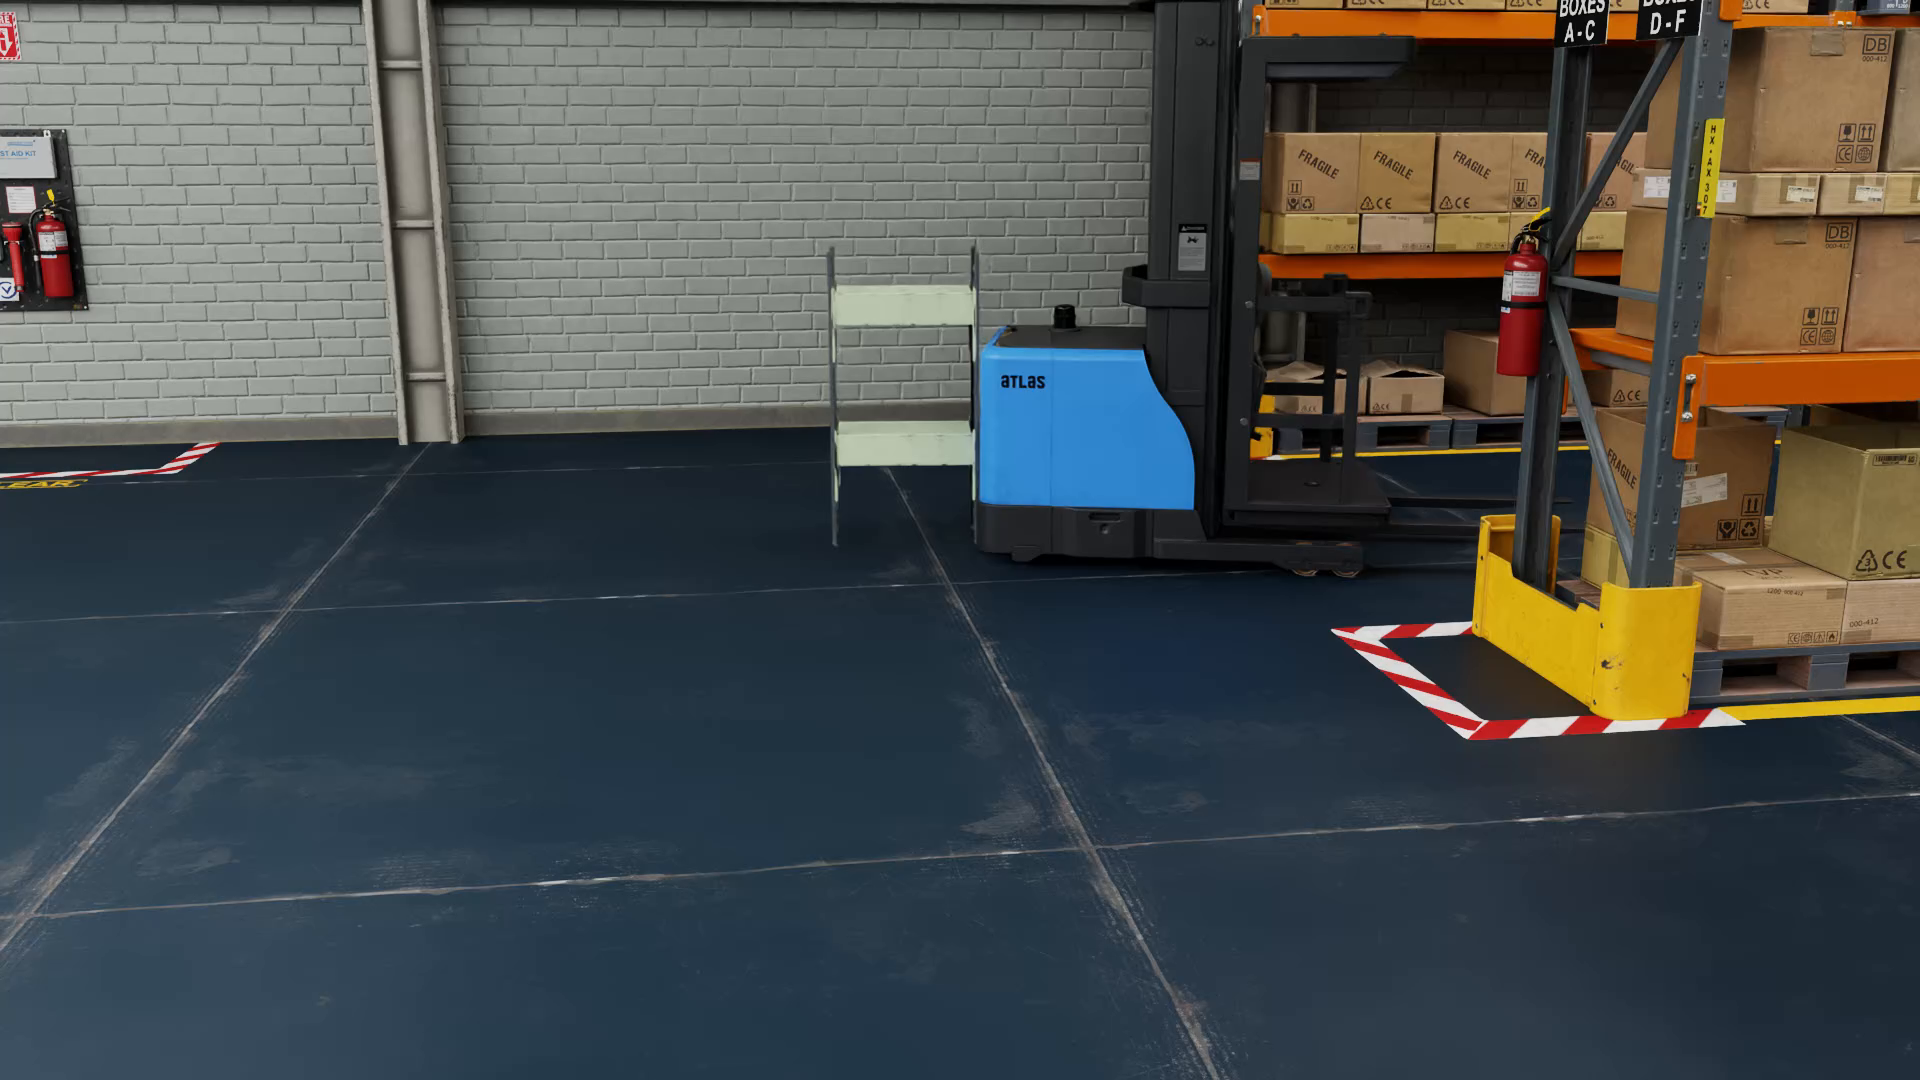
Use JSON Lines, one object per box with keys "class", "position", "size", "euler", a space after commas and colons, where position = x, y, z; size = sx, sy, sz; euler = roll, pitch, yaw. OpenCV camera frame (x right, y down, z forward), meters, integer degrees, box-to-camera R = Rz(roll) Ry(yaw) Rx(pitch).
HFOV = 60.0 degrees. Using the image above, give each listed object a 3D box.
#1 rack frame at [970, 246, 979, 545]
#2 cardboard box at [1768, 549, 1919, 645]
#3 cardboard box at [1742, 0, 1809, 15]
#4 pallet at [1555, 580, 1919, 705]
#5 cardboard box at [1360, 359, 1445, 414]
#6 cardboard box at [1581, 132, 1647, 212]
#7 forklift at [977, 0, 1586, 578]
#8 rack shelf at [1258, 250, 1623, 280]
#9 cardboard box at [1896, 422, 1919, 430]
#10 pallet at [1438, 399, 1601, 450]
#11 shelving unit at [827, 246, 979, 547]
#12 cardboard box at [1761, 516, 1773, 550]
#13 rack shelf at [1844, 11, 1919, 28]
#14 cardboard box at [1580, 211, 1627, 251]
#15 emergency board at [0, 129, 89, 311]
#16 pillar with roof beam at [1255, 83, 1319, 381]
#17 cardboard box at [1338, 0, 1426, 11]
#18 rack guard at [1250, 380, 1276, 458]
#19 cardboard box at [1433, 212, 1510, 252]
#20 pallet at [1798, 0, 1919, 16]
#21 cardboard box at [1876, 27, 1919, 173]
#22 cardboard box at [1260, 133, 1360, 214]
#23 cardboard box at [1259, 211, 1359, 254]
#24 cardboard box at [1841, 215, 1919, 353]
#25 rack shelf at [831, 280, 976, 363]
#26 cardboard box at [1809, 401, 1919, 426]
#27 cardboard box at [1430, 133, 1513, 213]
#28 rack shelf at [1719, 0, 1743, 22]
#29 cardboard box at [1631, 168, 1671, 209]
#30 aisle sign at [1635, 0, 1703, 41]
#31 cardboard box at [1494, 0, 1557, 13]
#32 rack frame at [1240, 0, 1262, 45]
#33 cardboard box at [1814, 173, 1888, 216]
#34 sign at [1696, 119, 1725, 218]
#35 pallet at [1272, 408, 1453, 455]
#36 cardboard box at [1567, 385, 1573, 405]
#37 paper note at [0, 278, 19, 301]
{"class": "rack frame", "position": [0.077, -0.750, 8.627], "size": [0.023, 1.500, 0.400], "euler": [-1, 14, -2]}
{"class": "cardboard box", "position": [3.530, 0.207, 6.521], "size": [0.500, 0.250, 0.500], "euler": [-2, 14, -8]}
{"class": "cardboard box", "position": [5.221, -3.710, 10.937], "size": [0.500, 0.500, 0.500], "euler": [-2, 14, -7]}
{"class": "pallet", "position": [3.222, 0.376, 6.788], "size": [1.213, 0.211, 1.003], "euler": [-2, 14, -8]}
{"class": "cardboard box", "position": [2.992, -1.063, 11.418], "size": [0.500, 0.311, 0.500], "euler": [-1, 14, -4]}
{"class": "cardboard box", "position": [4.272, -2.449, 11.046], "size": [0.500, 0.500, 0.500], "euler": [-3, 14, -10]}
{"class": "forklift", "position": [1.637, -1.377, 8.186], "size": [3.031, 2.935, 1.130], "euler": [2, 14, 6]}
{"class": "rack shelf", "position": [3.708, -1.854, 11.425], "size": [4.000, 0.370, 1.077], "euler": [-2, 14, -8]}
{"class": "cardboard box", "position": [4.022, -0.178, 6.513], "size": [0.500, 0.500, 0.500], "euler": [-2, 14, -8]}
{"class": "pallet", "position": [3.818, -0.845, 11.655], "size": [1.213, 0.211, 1.003], "euler": [-2, 14, -8]}
{"class": "shelving unit", "position": [-0.289, -0.746, 8.612], "size": [0.755, 1.500, 0.431], "euler": [-1, 14, -2]}
{"class": "cardboard box", "position": [3.451, 0.080, 7.026], "size": [0.500, 0.250, 0.500], "euler": [-2, 14, -8]}
{"class": "rack shelf", "position": [7.664, -3.453, 11.638], "size": [4.000, 0.370, 1.077], "euler": [-2, 14, -8]}
{"class": "cardboard box", "position": [4.274, -2.084, 11.132], "size": [0.500, 0.250, 0.500], "euler": [-2, 14, -9]}
{"class": "emergency board", "position": [-6.088, -2.066, 10.792], "size": [0.643, 1.169, 0.194], "euler": [-2, 14, -8]}
{"class": "pillar with roof beam", "position": [2.935, -4.238, 7.121], "size": [0.400, 9.000, 9.100], "euler": [-2, 14, -8]}
{"class": "cardboard box", "position": [2.635, -3.606, 10.521], "size": [0.500, 0.500, 0.500], "euler": [-1, 14, -5]}
{"class": "rack guard", "position": [1.806, -0.920, 11.364], "size": [0.348, 0.500, 1.175], "euler": [-2, 14, -8]}
{"class": "cardboard box", "position": [3.276, -2.048, 10.987], "size": [0.500, 0.250, 0.500], "euler": [-2, 14, -9]}
{"class": "pallet", "position": [6.312, -3.636, 11.272], "size": [1.003, 0.211, 1.213], "euler": [-2, 14, -8]}
{"class": "cardboard box", "position": [3.507, -1.652, 6.272], "size": [0.500, 0.500, 0.700], "euler": [-2, 14, -10]}
{"class": "cardboard box", "position": [2.248, -2.376, 10.754], "size": [0.500, 0.500, 0.500], "euler": [-2, 14, -8]}
{"class": "cardboard box", "position": [2.261, -2.008, 10.830], "size": [0.500, 0.250, 0.500], "euler": [-3, 14, -10]}
{"class": "cardboard box", "position": [3.454, -1.021, 6.421], "size": [0.500, 0.500, 0.700], "euler": [-2, 14, -7]}
{"class": "rack shelf", "position": [-0.289, -1.124, 8.517], "size": [0.720, 0.370, 0.431], "euler": [-1, 14, -2]}
{"class": "cardboard box", "position": [3.945, -0.303, 7.012], "size": [0.500, 0.500, 0.500], "euler": [-2, 14, -8]}
{"class": "cardboard box", "position": [3.250, -2.408, 10.884], "size": [0.500, 0.500, 0.500], "euler": [-3, 14, -10]}
{"class": "rack shelf", "position": [4.450, -2.117, 6.309], "size": [4.000, 0.370, 1.077], "euler": [-2, 14, -8]}
{"class": "cardboard box", "position": [2.822, -1.361, 6.445], "size": [0.250, 0.149, 0.380], "euler": [-2, 14, -9]}
{"class": "aisle sign", "position": [2.453, -2.123, 5.678], "size": [0.004, 0.787, 0.394], "euler": [-2, 14, -8]}
{"class": "cardboard box", "position": [3.674, -3.650, 10.698], "size": [0.500, 0.500, 0.500], "euler": [-1, 14, -5]}
{"class": "rack frame", "position": [1.731, -2.130, 11.049], "size": [0.127, 3.000, 1.000], "euler": [-2, 14, -8]}
{"class": "cardboard box", "position": [3.153, -1.274, 6.098], "size": [0.250, 0.149, 0.380], "euler": [-2, 14, -10]}
{"class": "sign", "position": [2.549, -1.263, 5.650], "size": [0.005, 0.325, 0.100], "euler": [-2, 14, -8]}
{"class": "pallet", "position": [2.614, -0.801, 11.482], "size": [1.213, 0.211, 1.003], "euler": [-2, 14, -8]}
{"class": "cardboard box", "position": [4.101, -1.052, 11.708], "size": [0.250, 0.149, 0.380], "euler": [-3, 14, -13]}
{"class": "paper note", "position": [-6.274, -1.649, 10.940], "size": [0.142, 0.148, 0.016], "euler": [-2, 14, -8]}
